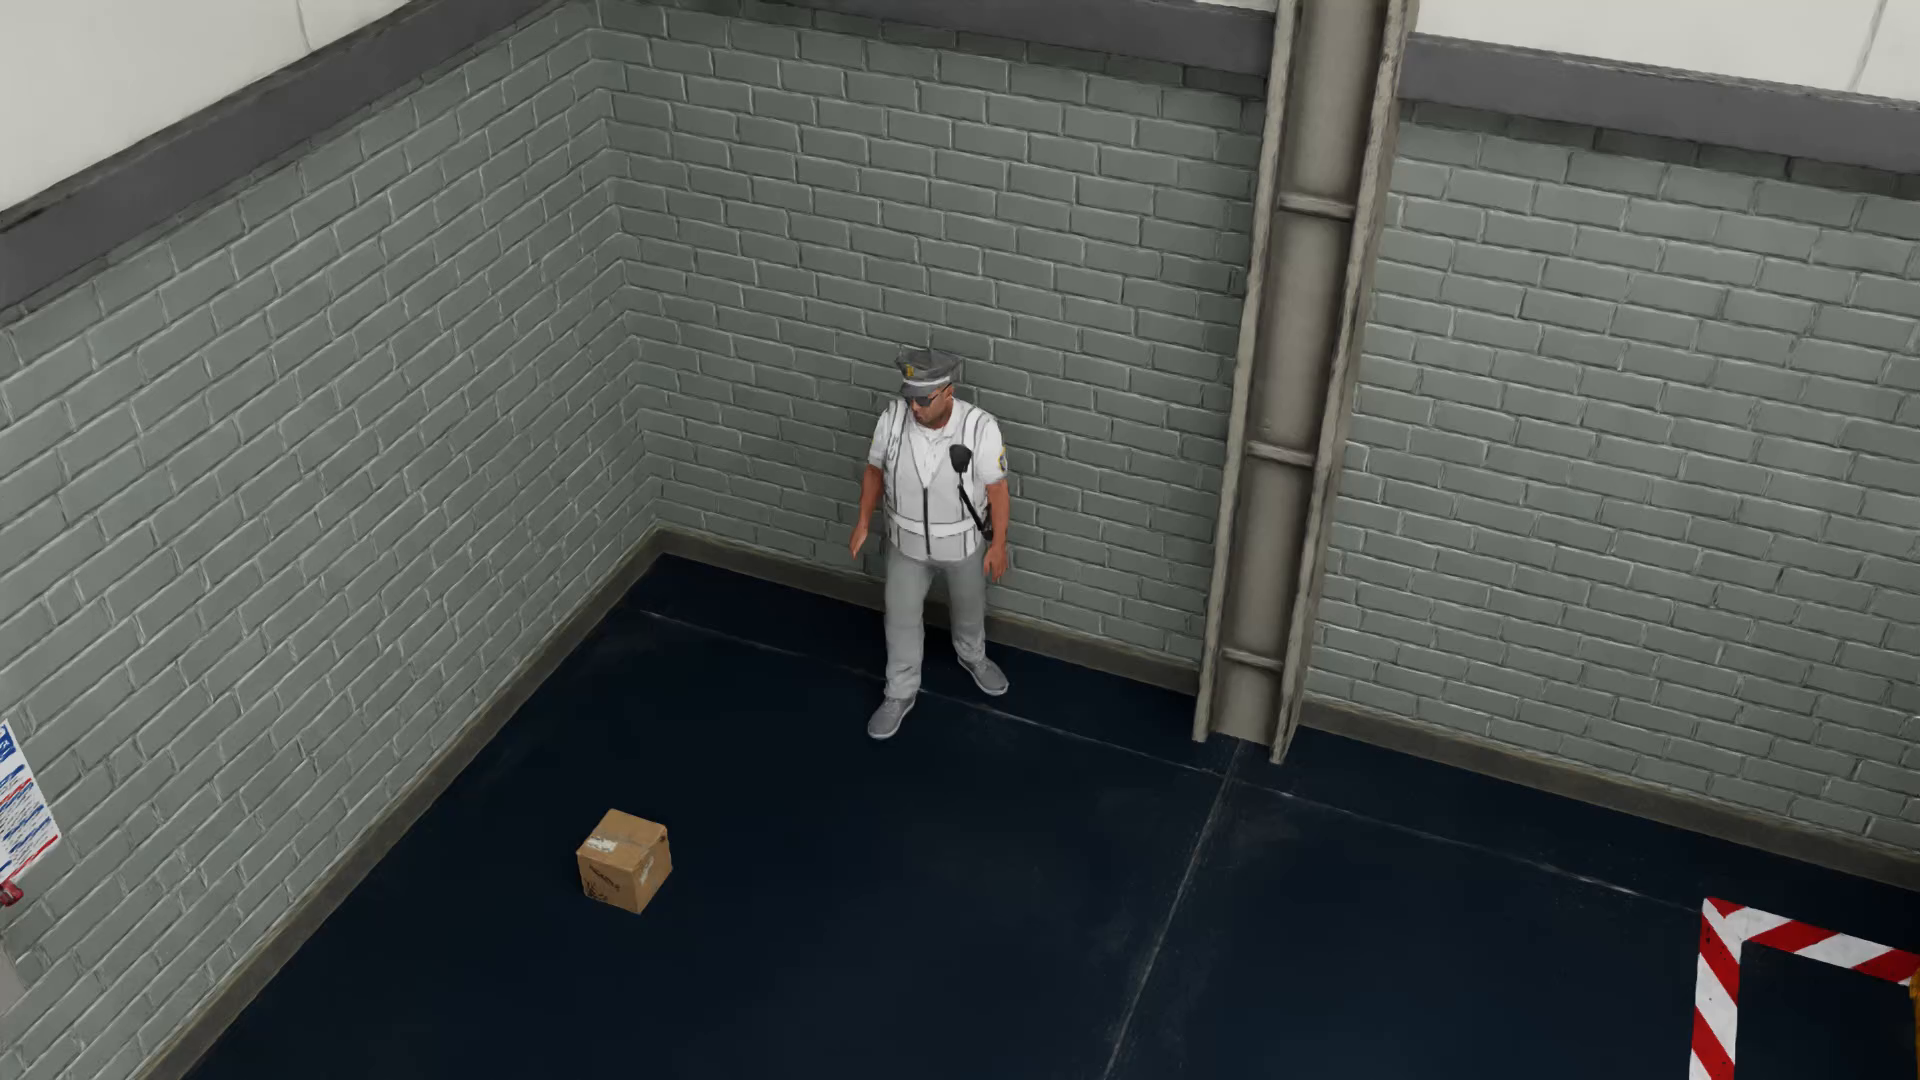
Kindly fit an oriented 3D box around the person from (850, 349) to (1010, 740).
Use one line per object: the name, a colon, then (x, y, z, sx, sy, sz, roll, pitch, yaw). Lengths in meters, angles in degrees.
person: (-0.135, 0.004, 6.781, 0.672, 1.744, 0.633, 6, 38, 7)
